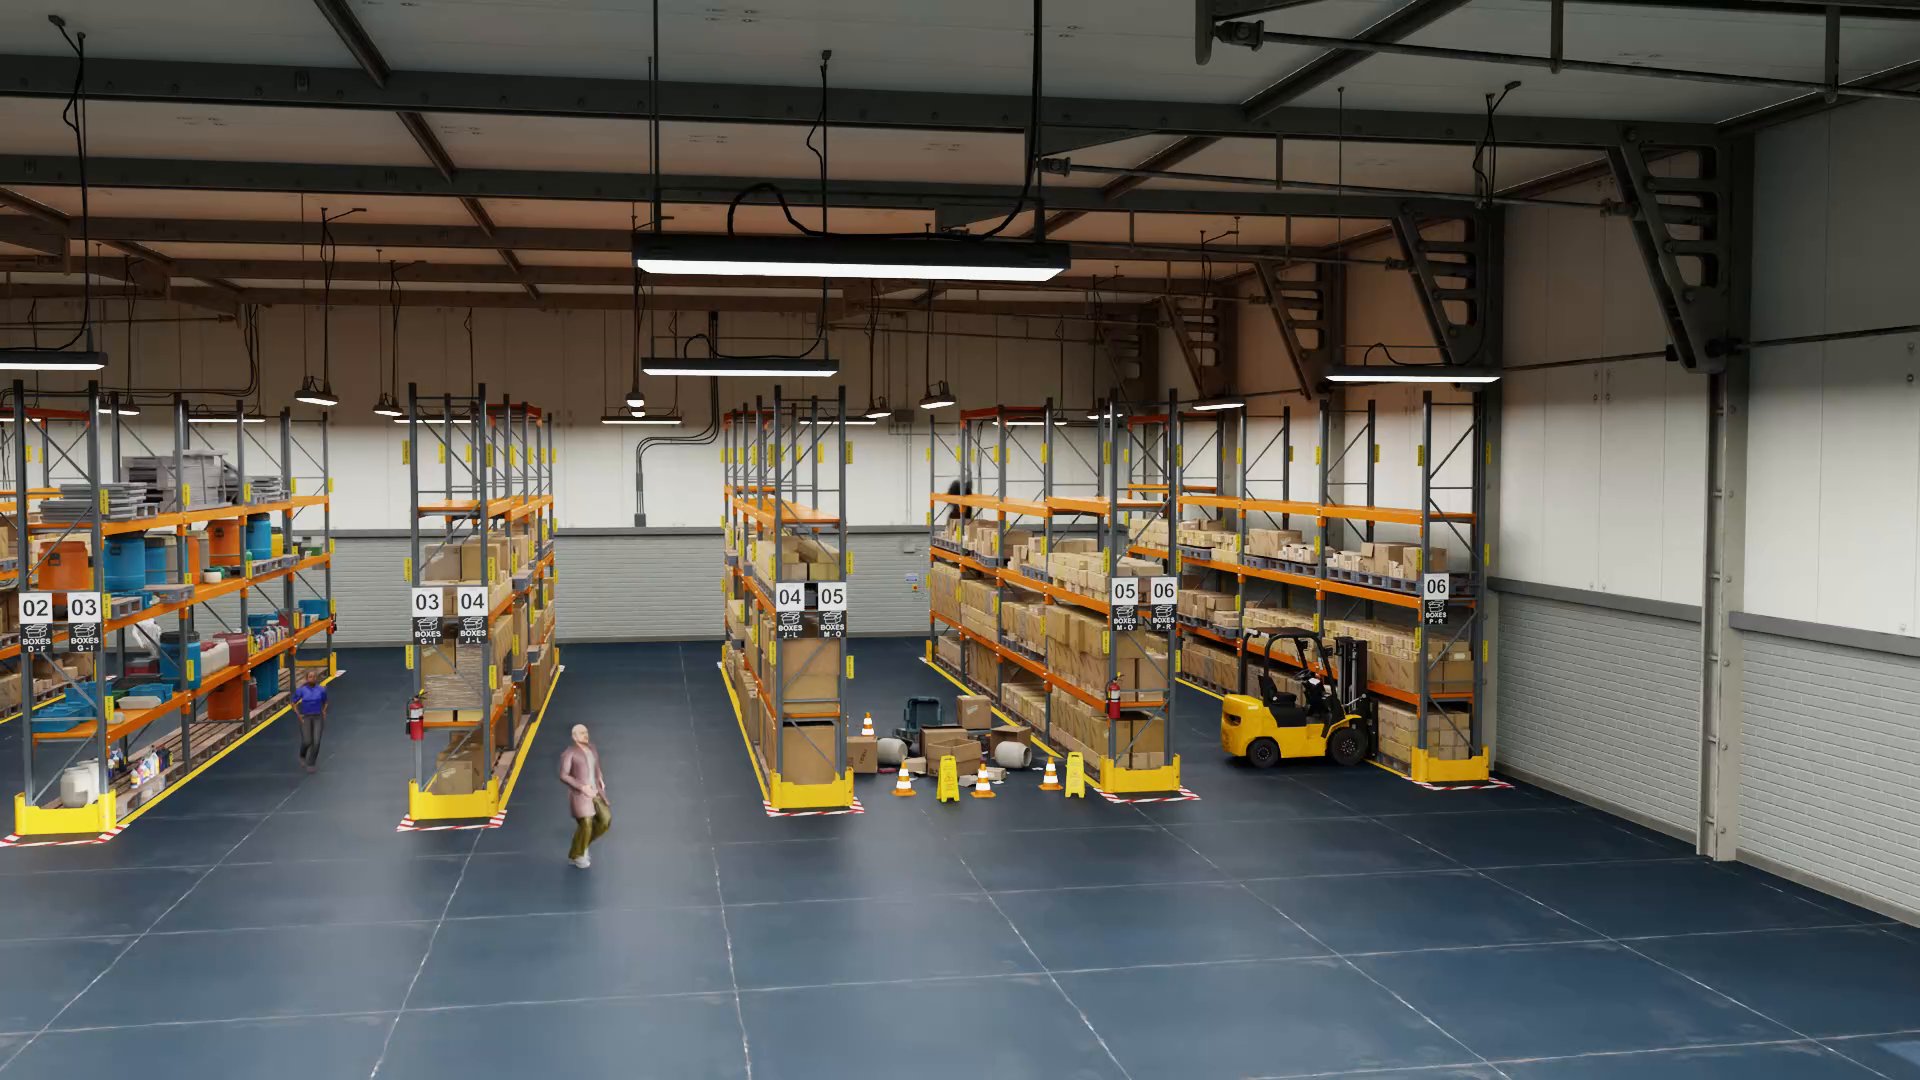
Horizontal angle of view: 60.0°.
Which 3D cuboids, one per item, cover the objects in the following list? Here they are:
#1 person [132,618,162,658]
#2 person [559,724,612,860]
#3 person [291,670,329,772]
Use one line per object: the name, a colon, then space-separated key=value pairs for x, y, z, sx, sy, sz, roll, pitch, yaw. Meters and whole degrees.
person: x=-18.438 y=2.326 z=37.767 sx=0.513 sy=1.571 sz=0.690 roll=1 pitch=3 yaw=22
person: x=-4.538 y=3.115 z=20.235 sx=0.561 sy=1.590 sz=0.721 roll=2 pitch=3 yaw=32
person: x=-10.237 y=2.862 z=26.261 sx=0.550 sy=1.610 sz=0.524 roll=-2 pitch=3 yaw=-33
